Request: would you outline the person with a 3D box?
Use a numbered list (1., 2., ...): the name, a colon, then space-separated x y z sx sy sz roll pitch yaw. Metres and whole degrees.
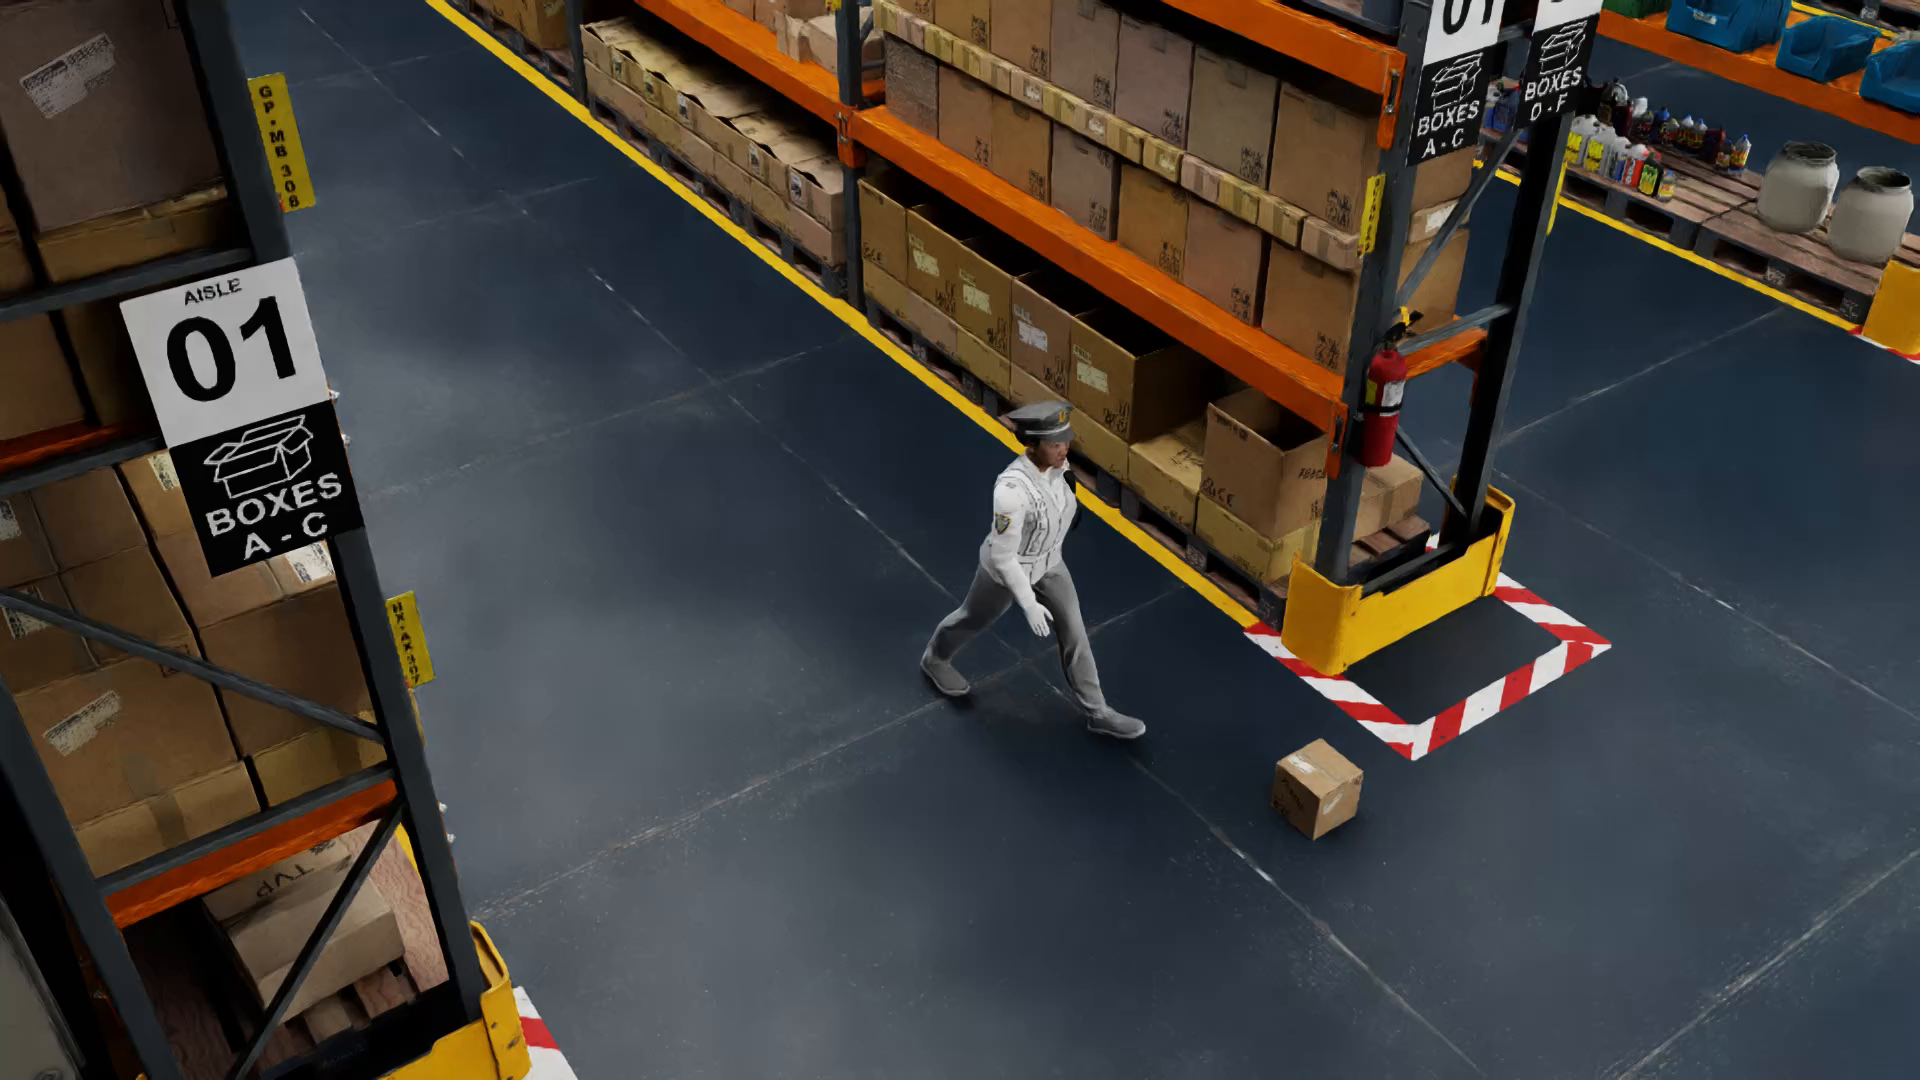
1. person: 0.304 0.103 6.870 1.082 1.601 0.563 26 44 31
